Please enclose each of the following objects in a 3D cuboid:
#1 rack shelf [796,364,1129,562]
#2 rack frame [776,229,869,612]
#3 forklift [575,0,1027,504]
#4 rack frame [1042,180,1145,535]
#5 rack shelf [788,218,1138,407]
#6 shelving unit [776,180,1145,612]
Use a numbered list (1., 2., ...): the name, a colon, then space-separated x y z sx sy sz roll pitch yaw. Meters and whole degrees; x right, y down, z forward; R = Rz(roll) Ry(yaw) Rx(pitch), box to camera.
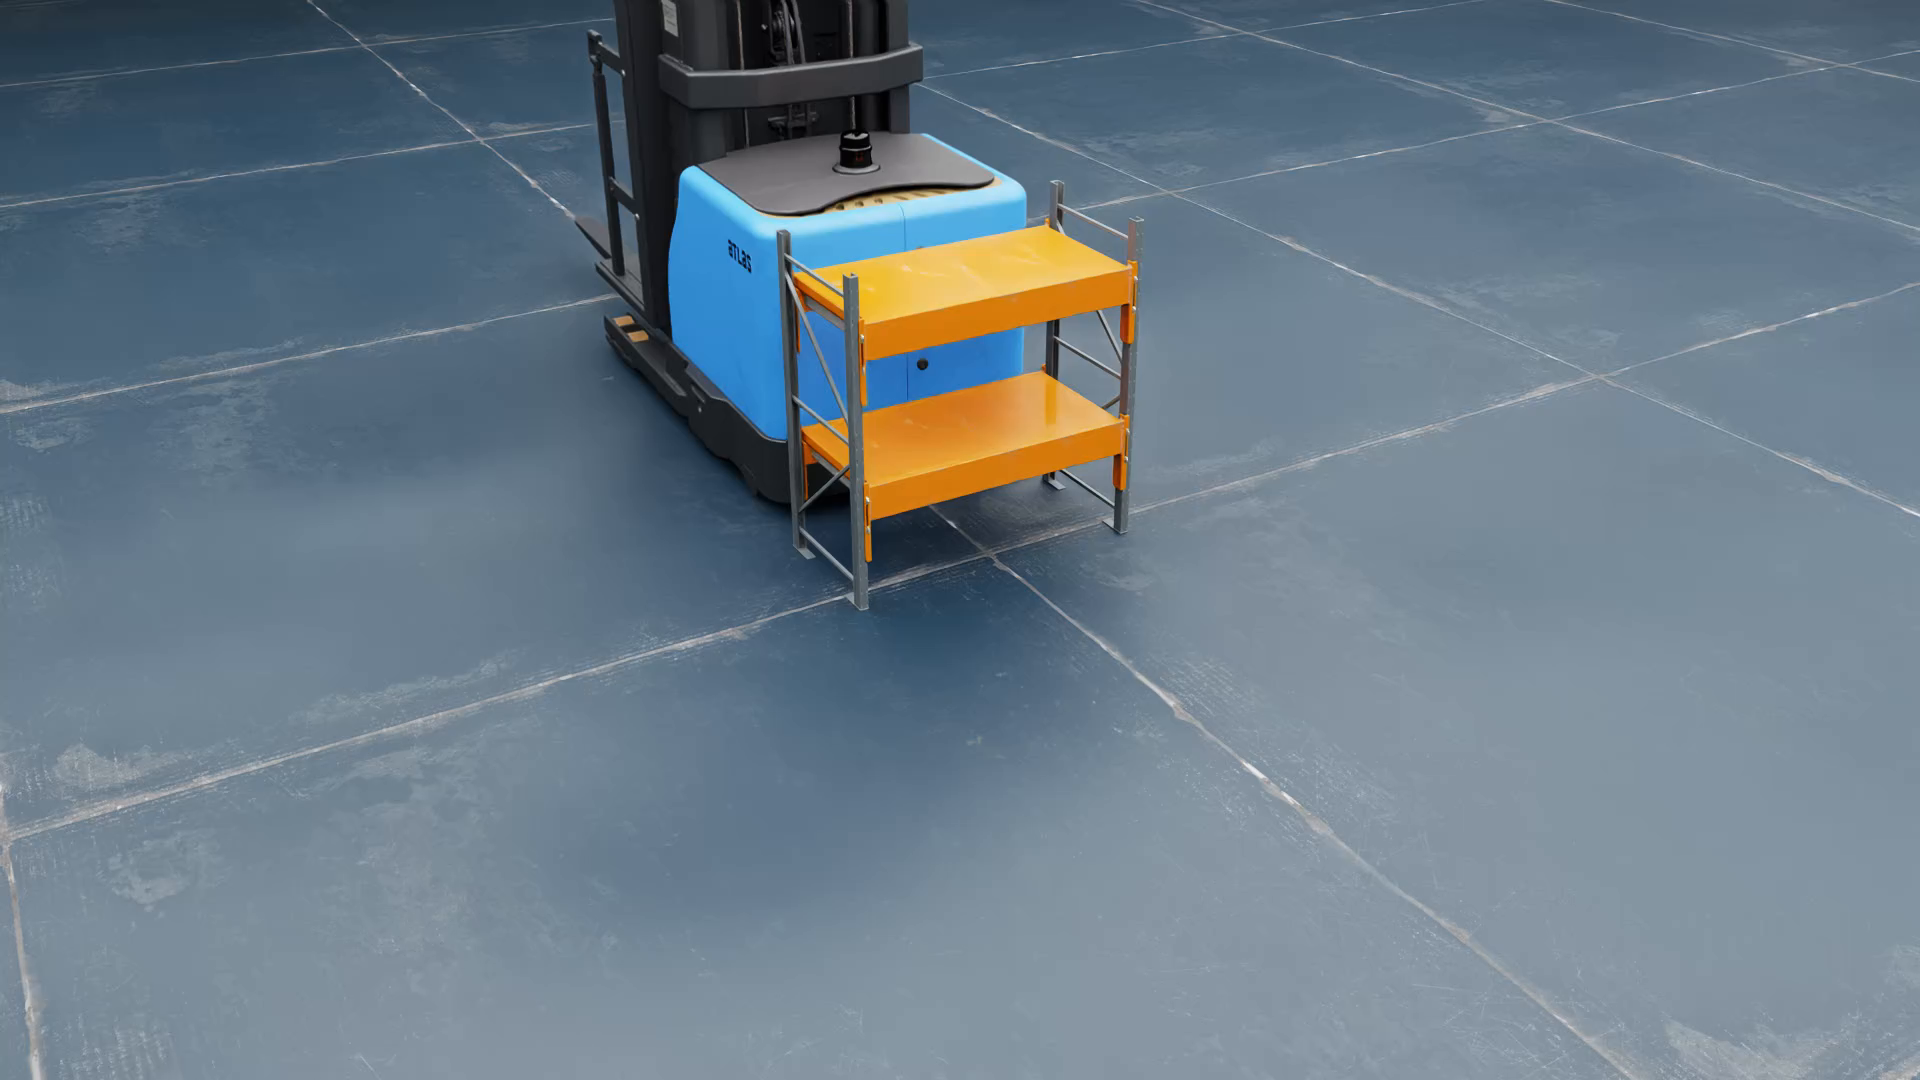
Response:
1. rack shelf: 0.006 -0.280 5.599 1.000 0.278 0.538 -16 33 -26
2. rack frame: -0.432 -0.370 5.256 0.032 1.125 0.500 -16 33 -26
3. forklift: -0.883 -2.095 6.512 1.130 2.935 3.031 -14 32 -24
4. rack frame: 0.444 -0.619 5.707 0.032 1.125 0.500 -16 33 -26
5. rack shelf: 0.006 -0.750 5.340 1.000 0.278 0.538 -16 33 -26
6. shelving unit: 0.006 -0.494 5.481 1.048 1.125 0.538 -16 33 -26
